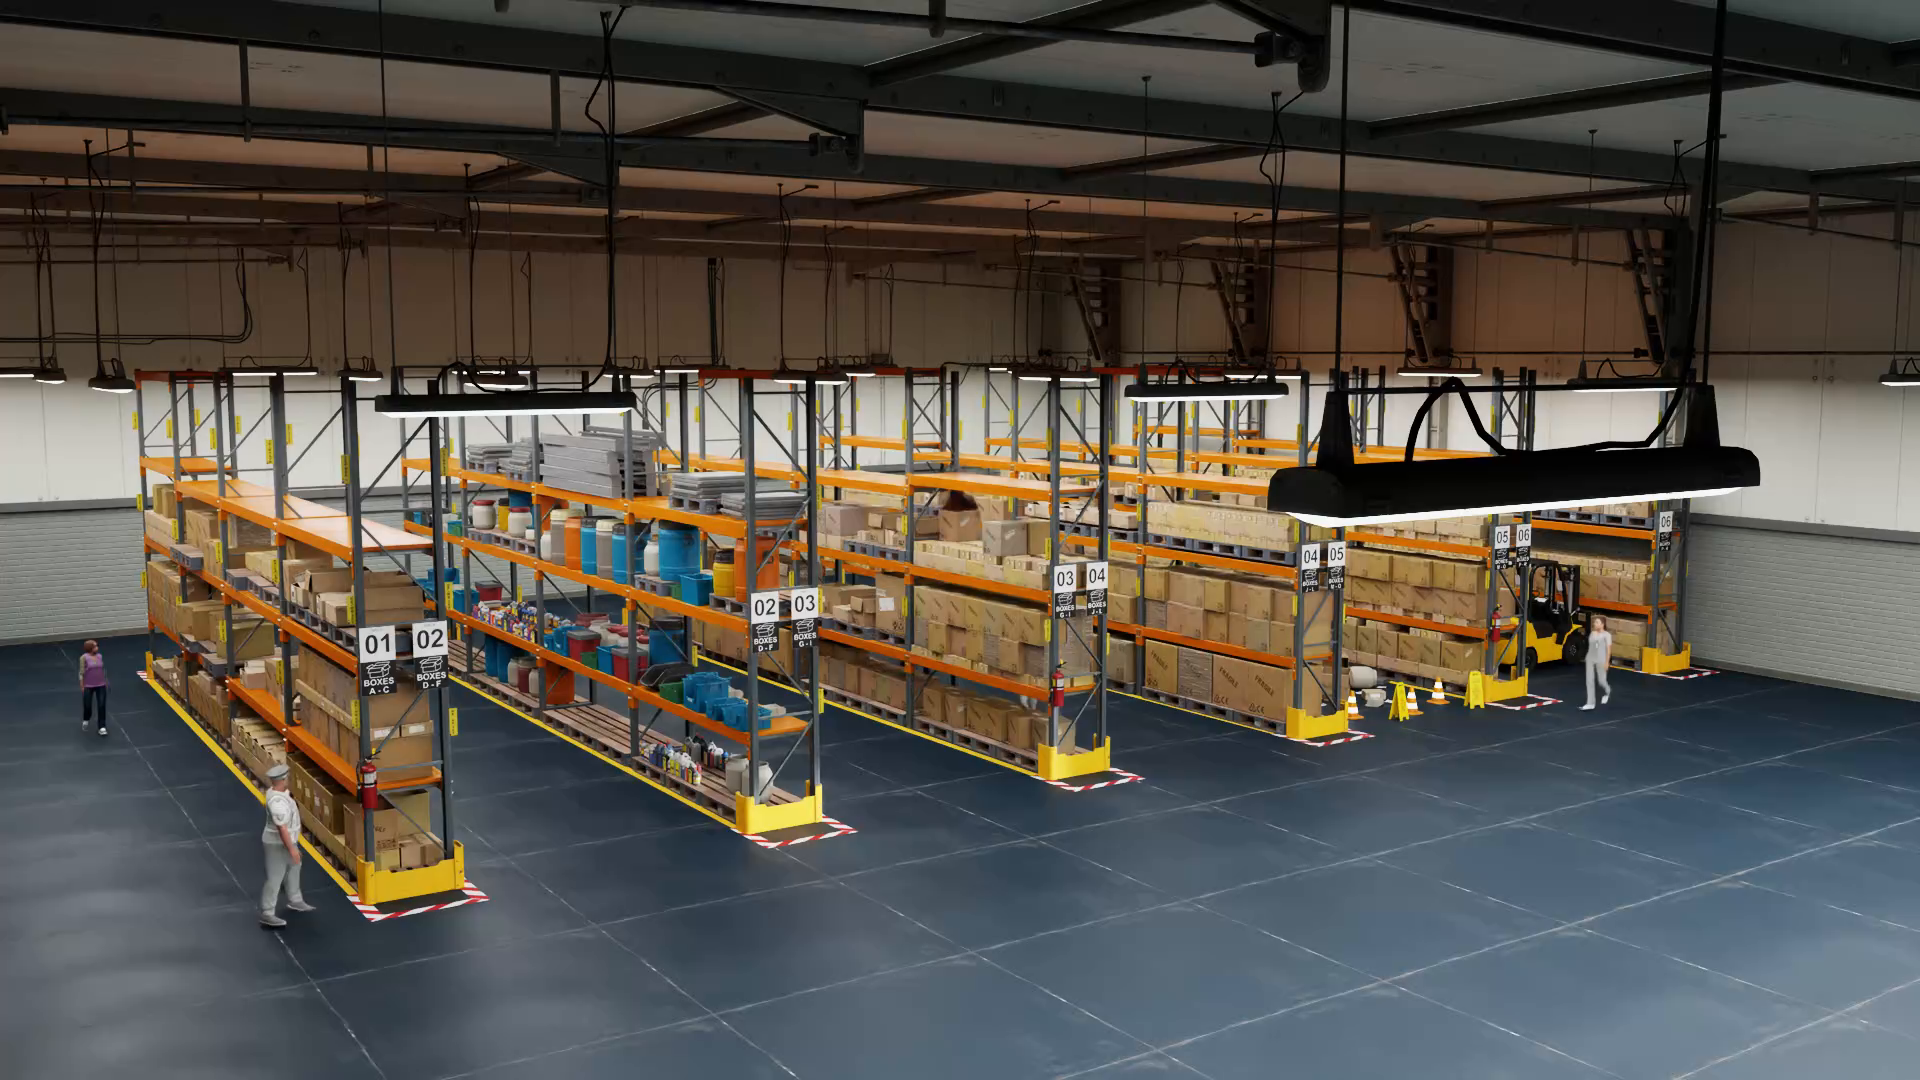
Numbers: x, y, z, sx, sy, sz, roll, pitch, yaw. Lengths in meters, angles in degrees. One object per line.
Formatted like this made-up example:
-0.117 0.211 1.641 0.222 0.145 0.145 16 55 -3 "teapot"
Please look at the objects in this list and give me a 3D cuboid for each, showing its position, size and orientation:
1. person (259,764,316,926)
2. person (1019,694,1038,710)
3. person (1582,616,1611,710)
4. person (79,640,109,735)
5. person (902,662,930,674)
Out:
-7.550 3.389 18.565 0.523 1.814 0.696 -1 7 -13 "person"
1.219 2.268 28.520 0.469 1.678 0.464 0 6 -2 "person"
11.345 2.169 29.544 0.445 1.655 0.677 5 8 36 "person"
-14.339 2.425 27.531 0.451 1.595 0.473 -5 8 -36 "person"
-0.777 1.916 32.012 0.545 1.608 0.656 -5 8 -37 "person"
